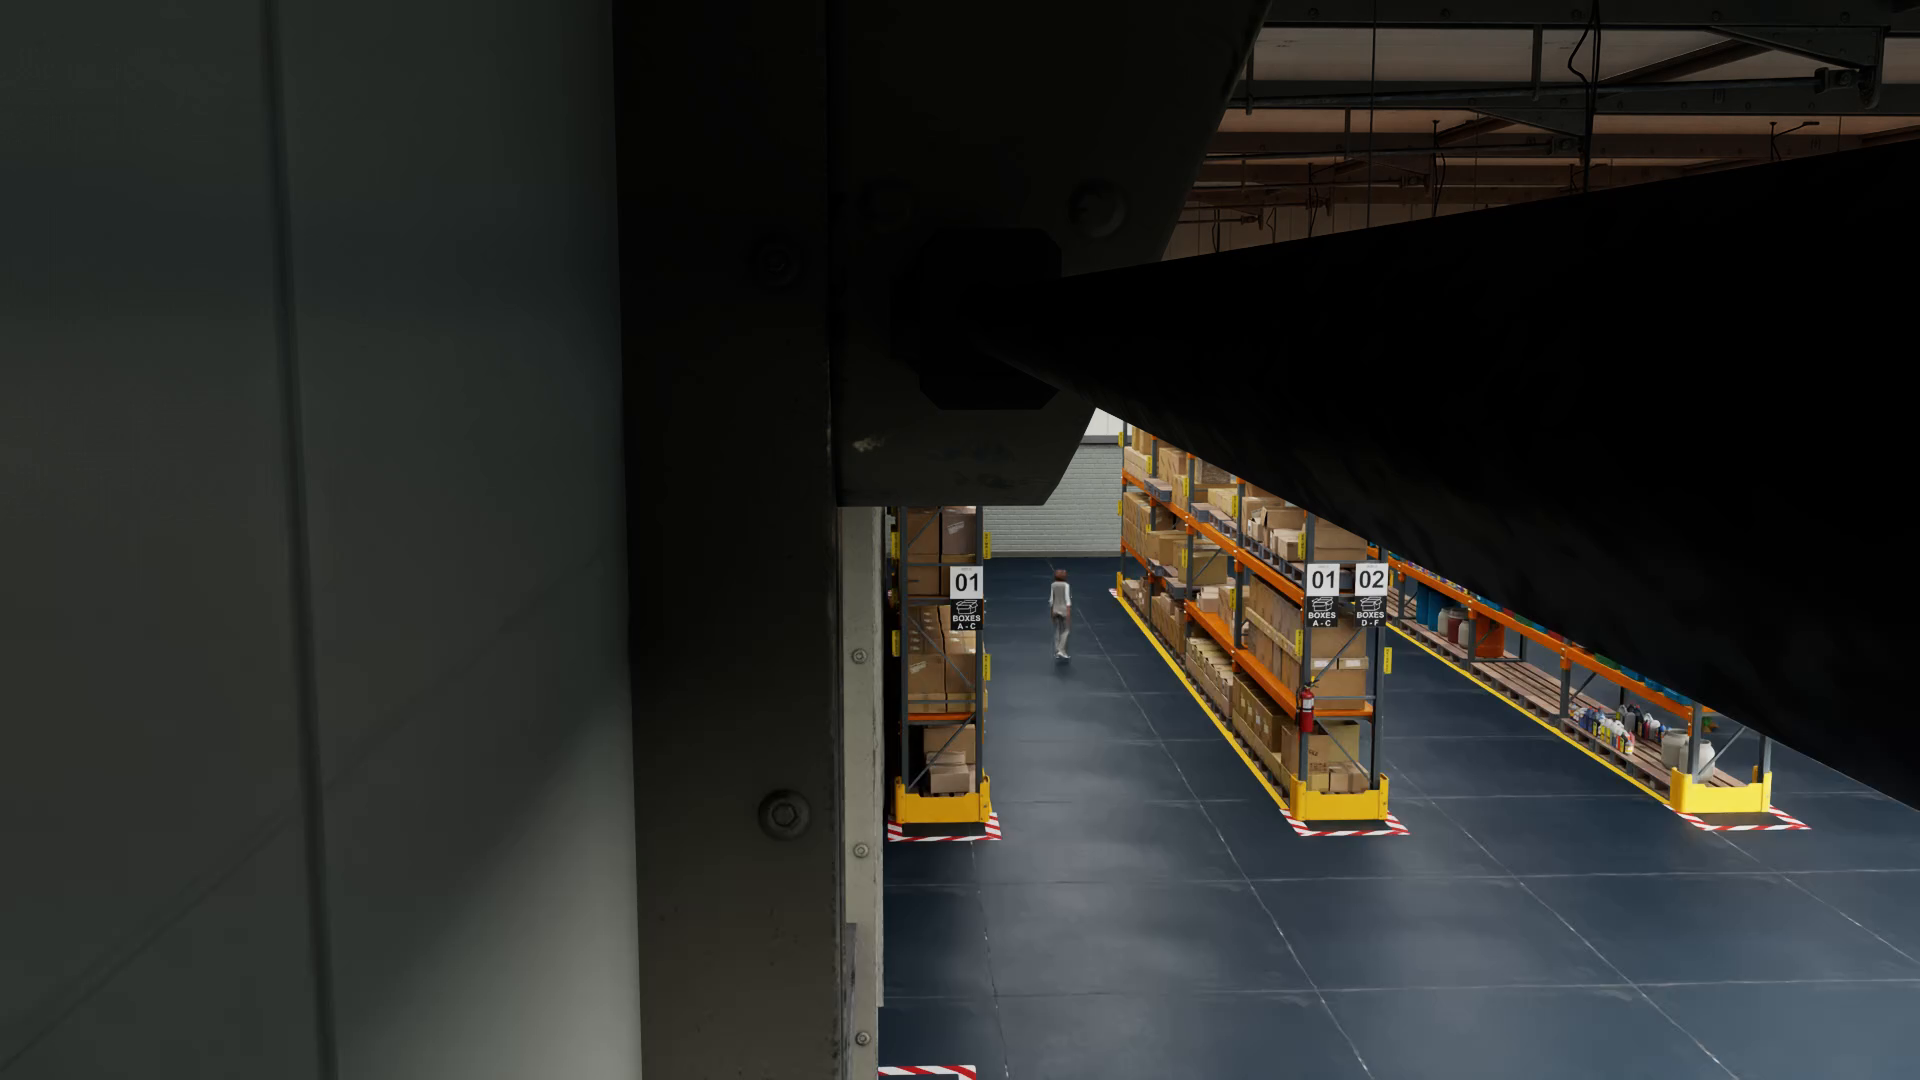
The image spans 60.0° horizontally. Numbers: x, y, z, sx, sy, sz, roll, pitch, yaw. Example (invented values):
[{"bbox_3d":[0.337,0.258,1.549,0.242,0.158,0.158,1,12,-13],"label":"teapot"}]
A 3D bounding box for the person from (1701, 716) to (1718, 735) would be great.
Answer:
[{"bbox_3d":[11.245,1.982,24.830,0.578,1.830,0.561,0,8,1],"label":"person"}]

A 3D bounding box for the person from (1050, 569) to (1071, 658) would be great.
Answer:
[{"bbox_3d":[1.816,1.340,30.039,0.457,1.628,0.384,5,10,34],"label":"person"}]
